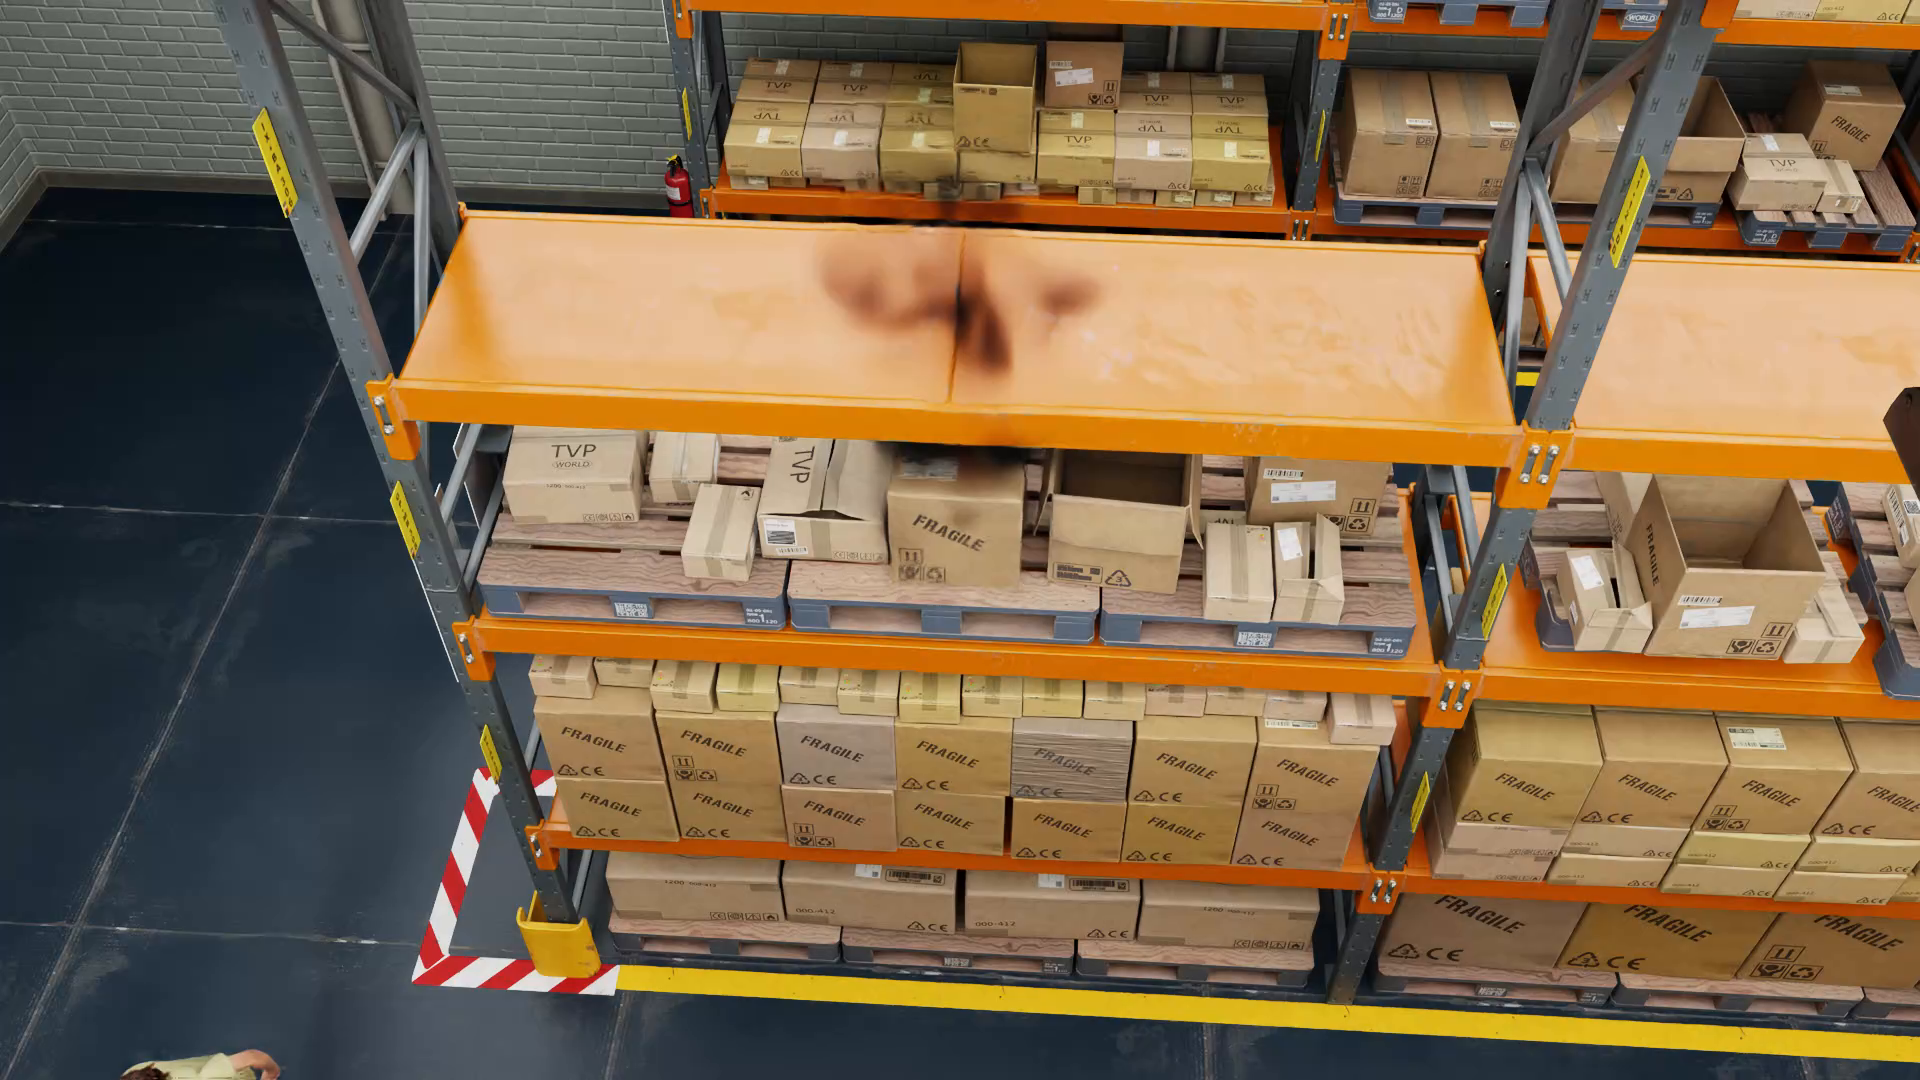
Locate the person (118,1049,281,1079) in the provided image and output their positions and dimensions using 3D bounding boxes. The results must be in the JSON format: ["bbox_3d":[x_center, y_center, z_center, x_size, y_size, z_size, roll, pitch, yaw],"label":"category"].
[{"bbox_3d":[-3.293,2.565,7.404,0.600,1.515,0.820,5,48,5],"label":"person"}]
